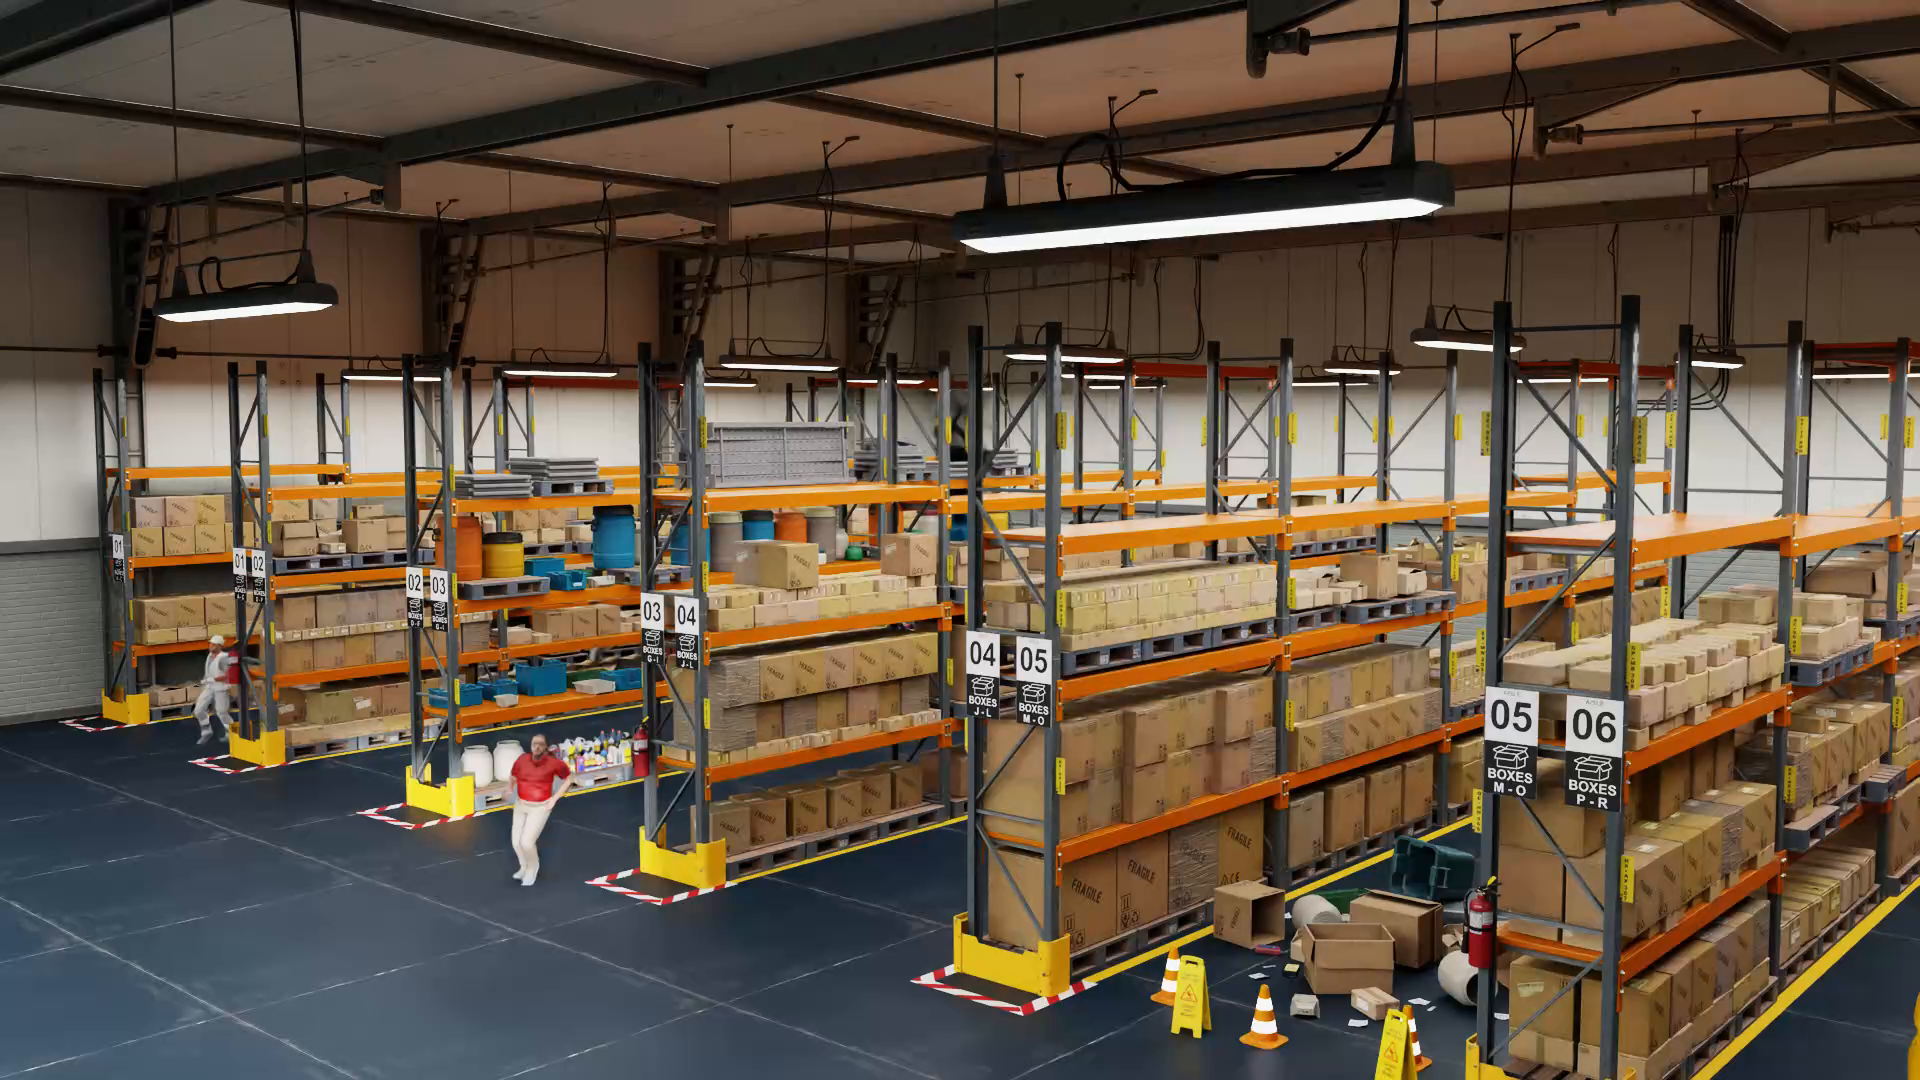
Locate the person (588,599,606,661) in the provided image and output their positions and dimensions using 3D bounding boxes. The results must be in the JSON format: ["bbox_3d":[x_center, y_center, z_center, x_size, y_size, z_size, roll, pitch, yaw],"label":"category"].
[{"bbox_3d":[-6.975,1.925,32.079,0.681,1.753,0.955,3,5,35],"label":"person"}]

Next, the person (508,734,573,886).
[{"bbox_3d":[-4.693,2.992,18.343,0.666,1.711,0.657,1,4,15],"label":"person"}]

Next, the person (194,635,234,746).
[{"bbox_3d":[-11.689,2.364,26.145,0.659,1.770,0.755,2,5,25],"label":"person"}]
